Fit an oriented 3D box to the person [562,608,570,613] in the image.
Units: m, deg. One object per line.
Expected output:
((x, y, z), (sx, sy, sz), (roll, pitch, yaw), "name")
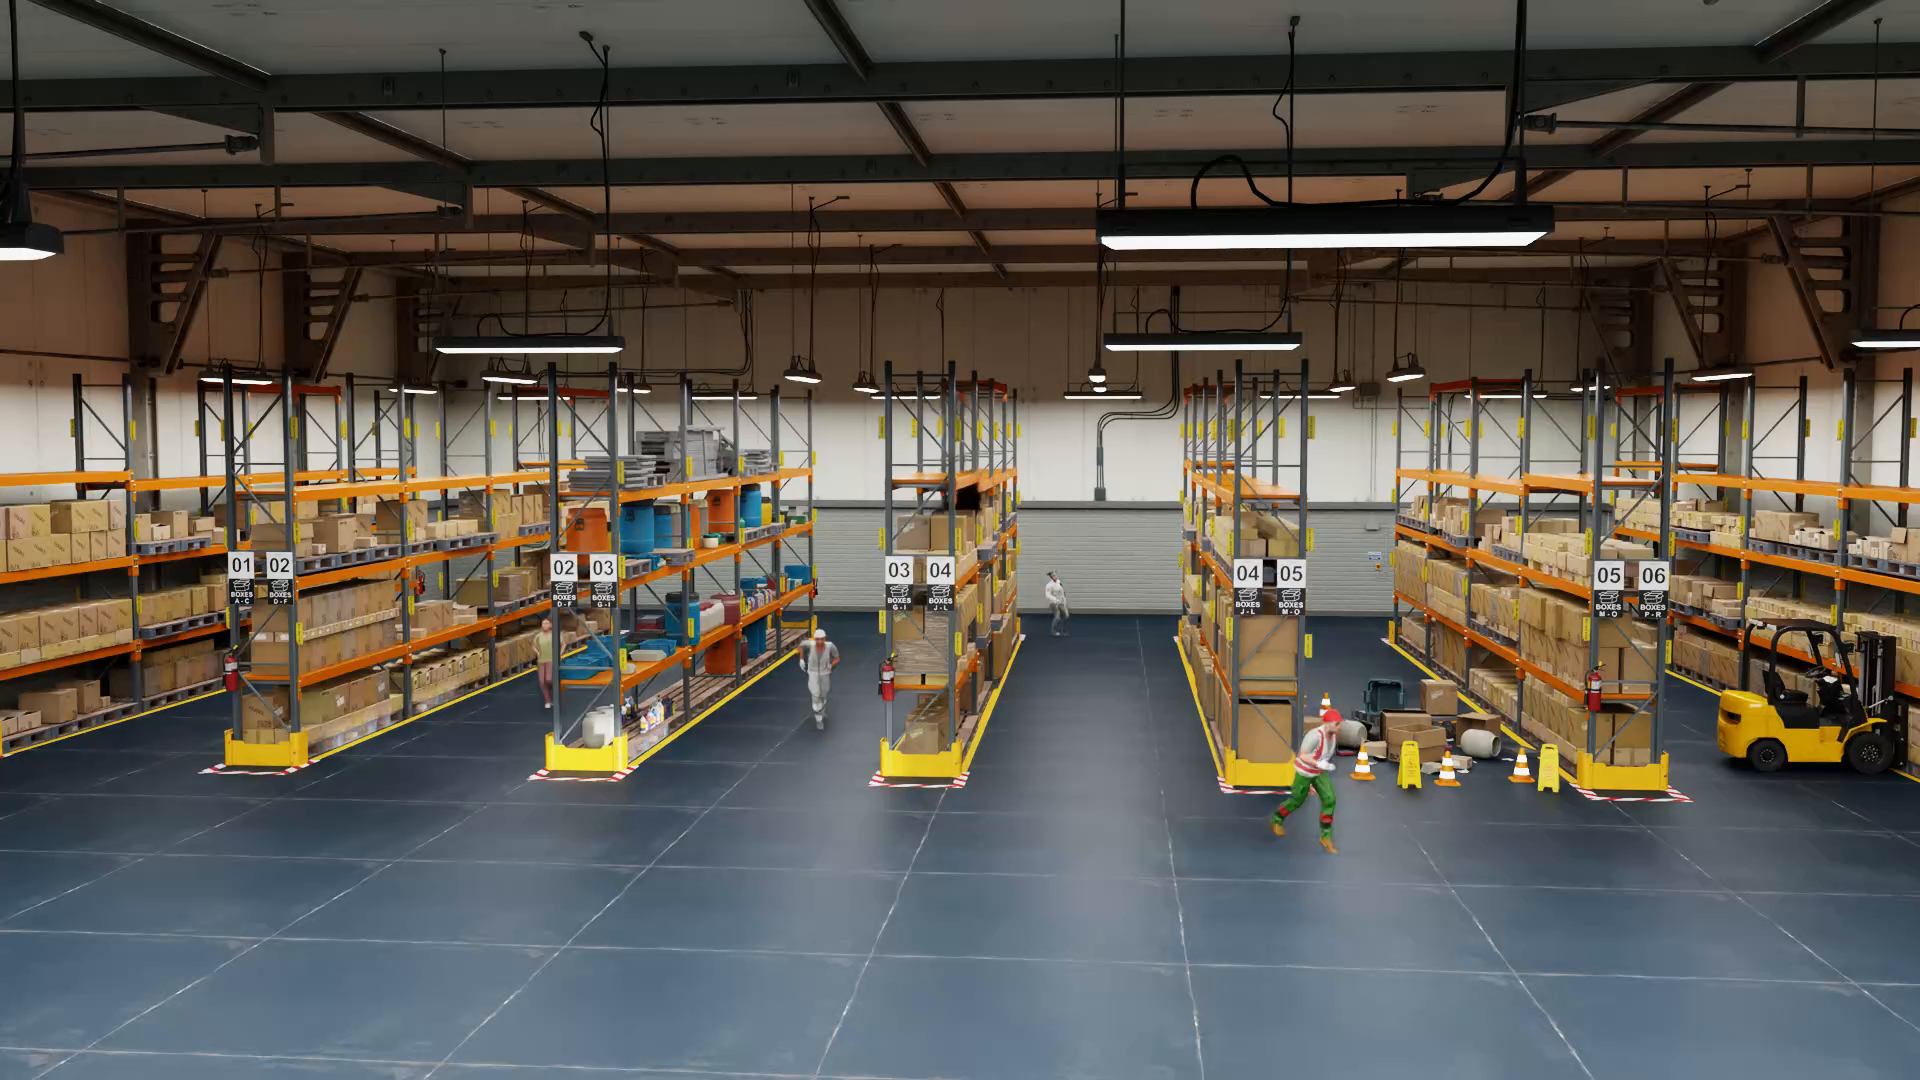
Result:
((-10.117, 1.375, 42.271), (0.773, 1.753, 0.553), (1, 4, 15), "person")

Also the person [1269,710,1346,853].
((4.183, 2.858, 20.041), (0.704, 1.733, 1.052), (-4, 5, -43), "person")

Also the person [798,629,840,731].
((-2.385, 2.330, 28.178), (0.706, 1.731, 1.055), (0, 4, -4), "person")

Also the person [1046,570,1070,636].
((2.384, 1.557, 40.389), (0.691, 1.681, 0.608), (-3, 5, -39), "person")

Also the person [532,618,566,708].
((-7.452, 2.215, 30.028), (0.574, 1.631, 0.540), (0, 4, 3), "person")
